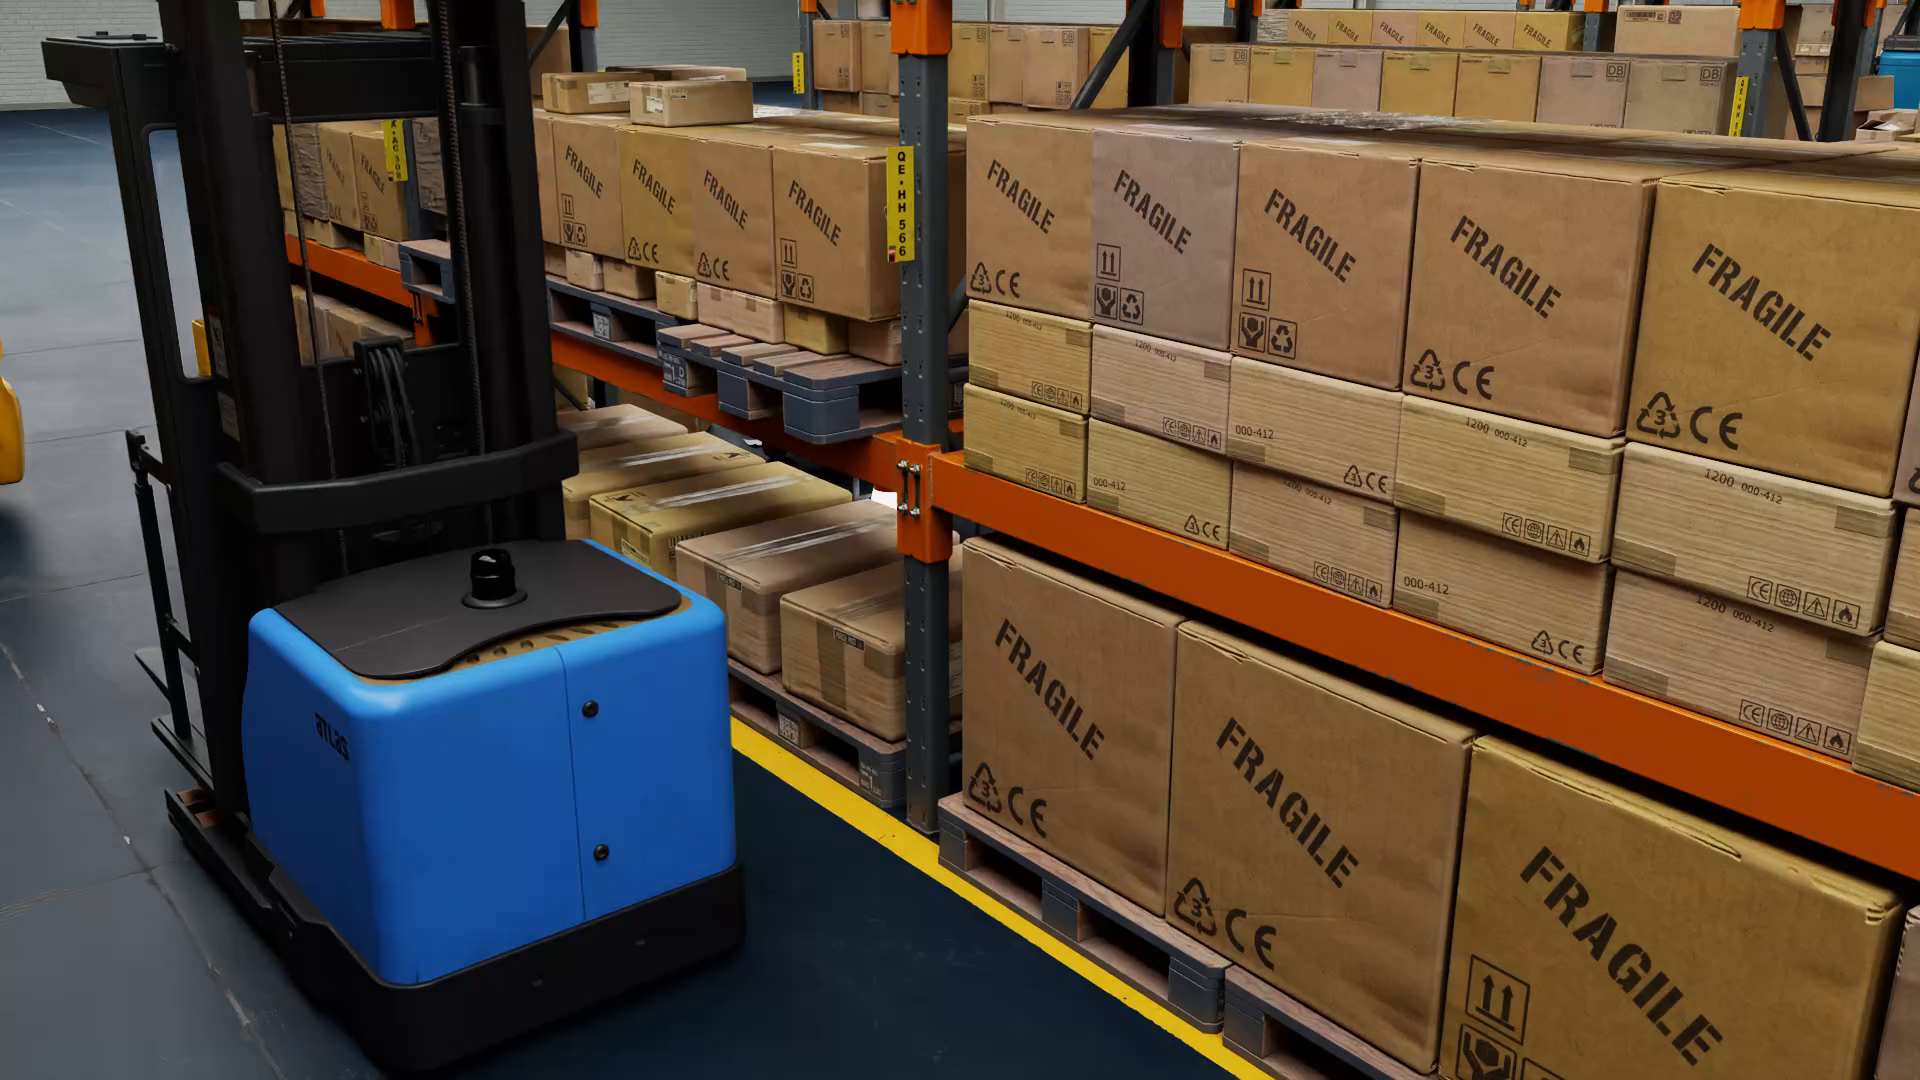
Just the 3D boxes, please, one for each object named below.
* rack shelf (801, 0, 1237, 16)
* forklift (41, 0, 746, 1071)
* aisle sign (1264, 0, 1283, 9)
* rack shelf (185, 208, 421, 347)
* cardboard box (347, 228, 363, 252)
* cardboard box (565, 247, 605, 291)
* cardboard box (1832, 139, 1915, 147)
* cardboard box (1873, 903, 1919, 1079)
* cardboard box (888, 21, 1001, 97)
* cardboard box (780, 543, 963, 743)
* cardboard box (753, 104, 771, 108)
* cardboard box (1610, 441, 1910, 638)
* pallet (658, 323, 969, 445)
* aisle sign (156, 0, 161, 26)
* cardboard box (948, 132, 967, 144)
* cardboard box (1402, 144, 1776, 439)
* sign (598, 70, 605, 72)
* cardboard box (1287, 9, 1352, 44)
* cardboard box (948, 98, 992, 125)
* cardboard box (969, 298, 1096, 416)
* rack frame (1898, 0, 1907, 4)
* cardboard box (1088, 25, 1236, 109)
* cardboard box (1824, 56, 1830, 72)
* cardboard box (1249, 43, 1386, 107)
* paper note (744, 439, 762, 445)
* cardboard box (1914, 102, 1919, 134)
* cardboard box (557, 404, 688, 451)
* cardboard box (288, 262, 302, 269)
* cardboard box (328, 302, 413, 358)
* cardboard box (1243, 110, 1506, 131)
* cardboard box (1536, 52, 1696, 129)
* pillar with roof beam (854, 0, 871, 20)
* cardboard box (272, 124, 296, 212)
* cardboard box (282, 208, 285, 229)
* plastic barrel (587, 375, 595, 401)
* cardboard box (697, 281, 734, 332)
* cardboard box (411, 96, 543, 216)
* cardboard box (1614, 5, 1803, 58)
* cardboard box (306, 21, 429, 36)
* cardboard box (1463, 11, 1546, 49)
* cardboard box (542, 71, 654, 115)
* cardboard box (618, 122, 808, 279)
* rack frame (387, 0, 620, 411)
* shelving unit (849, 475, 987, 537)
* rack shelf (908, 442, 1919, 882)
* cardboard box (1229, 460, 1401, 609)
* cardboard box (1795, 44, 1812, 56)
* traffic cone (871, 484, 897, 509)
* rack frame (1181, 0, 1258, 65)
[{"bbox_3d":[0.344,-4.115,12.391,1.077,0.370,4.000,-14,23,-36],"label":"rack shelf"},{"bbox_3d":[-1.936,-0.458,5.084,1.130,2.935,3.031,-15,23,-37],"label":"forklift"},{"bbox_3d":[3.249,-5.777,16.901,0.394,0.787,0.004,-14,23,-36],"label":"aisle sign"},{"bbox_3d":[-3.474,-1.700,9.870,1.077,0.370,4.000,-14,23,-36],"label":"rack shelf"},{"bbox_3d":[-3.075,-1.653,8.983,0.380,0.149,0.250,-14,23,-37],"label":"cardboard box"},{"bbox_3d":[-1.349,-1.105,6.658,0.380,0.149,0.250,-13,22,-34],"label":"cardboard box"},{"bbox_3d":[4.207,-1.764,7.703,0.380,0.149,0.250,-14,23,-36],"label":"cardboard box"},{"bbox_3d":[2.287,1.094,2.997,0.875,0.875,0.875,-13,22,-34],"label":"cardboard box"},{"bbox_3d":[-0.043,-3.728,12.894,0.875,0.550,0.550,-14,23,-36],"label":"cardboard box"},{"bbox_3d":[-0.092,0.344,6.065,0.950,0.372,0.625,-16,24,-40],"label":"cardboard box"},{"bbox_3d":[-1.141,-1.618,7.176,0.500,0.500,0.500,-13,22,-34],"label":"cardboard box"},{"bbox_3d":[1.628,-0.053,3.194,0.500,0.250,0.500,-13,23,-35],"label":"cardboard box"},{"bbox_3d":[-0.275,-0.627,5.790,1.213,0.211,1.003,-14,23,-36],"label":"pallet"},{"bbox_3d":[-4.997,-3.723,10.700,0.394,0.787,0.004,-14,23,-36],"label":"aisle sign"},{"bbox_3d":[0.153,-1.107,5.635,0.500,0.500,0.500,-15,23,-38],"label":"cardboard box"},{"bbox_3d":[1.301,-0.540,3.473,0.500,0.500,0.500,-14,23,-35],"label":"cardboard box"},{"bbox_3d":[-1.799,-2.208,8.416,0.100,0.325,0.005,-14,23,-36],"label":"sign"},{"bbox_3d":[3.485,-4.819,15.920,0.500,0.500,0.500,-14,23,-36],"label":"cardboard box"},{"bbox_3d":[0.337,-3.098,12.708,0.875,0.550,0.500,-14,23,-36],"label":"cardboard box"},{"bbox_3d":[0.372,-0.556,4.714,0.500,0.250,0.500,-14,23,-36],"label":"cardboard box"},{"bbox_3d":[14.701,-7.369,25.845,1.000,3.000,0.127,-14,23,-36],"label":"rack frame"},{"bbox_3d":[1.383,-3.221,11.363,0.875,0.550,0.550,-14,23,-36],"label":"cardboard box"},{"bbox_3d":[11.734,-6.079,21.791,0.700,0.500,0.500,-14,23,-36],"label":"cardboard box"},{"bbox_3d":[2.219,-2.815,10.341,0.700,0.500,0.500,-14,23,-37],"label":"cardboard box"},{"bbox_3d":[-1.224,-0.603,10.135,0.148,0.019,0.142,-14,23,-36],"label":"paper note"},{"bbox_3d":[7.228,-2.988,11.786,0.700,0.500,0.500,-10,21,-28],"label":"cardboard box"},{"bbox_3d":[-1.905,-0.372,8.227,0.950,0.372,0.625,-14,23,-35],"label":"cardboard box"},{"bbox_3d":[-4.416,-1.526,10.713,0.500,0.500,0.500,-15,23,-38],"label":"cardboard box"},{"bbox_3d":[-3.127,-1.017,9.176,0.500,0.500,0.500,-13,23,-35],"label":"cardboard box"},{"bbox_3d":[1.102,-0.884,4.511,0.500,0.500,0.500,-13,23,-35],"label":"cardboard box"},{"bbox_3d":[3.483,-2.313,8.827,0.700,0.500,0.500,-14,23,-37],"label":"cardboard box"},{"bbox_3d":[-6.187,-16.765,44.678,9.100,9.000,0.400,-14,23,-36],"label":"pillar with roof beam"},{"bbox_3d":[-3.676,-2.176,9.531,0.500,0.500,0.500,-15,23,-37],"label":"cardboard box"},{"bbox_3d":[-3.738,-1.898,9.721,0.380,0.149,0.250,-15,23,-38],"label":"cardboard box"},{"bbox_3d":[-2.247,-1.098,11.005,0.512,0.421,0.421,1,18,2],"label":"plastic barrel"},{"bbox_3d":[-0.701,-0.847,5.881,0.380,0.149,0.250,-15,24,-39],"label":"cardboard box"},{"bbox_3d":[-2.166,-1.766,7.622,0.500,0.500,0.500,-13,23,-35],"label":"cardboard box"},{"bbox_3d":[5.920,-3.744,13.276,1.000,1.000,1.000,-14,23,-36],"label":"cardboard box"},{"bbox_3d":[-3.321,-2.733,9.621,0.700,0.500,0.500,-14,23,-36],"label":"cardboard box"},{"bbox_3d":[4.730,-4.327,14.434,0.500,0.500,0.500,-14,23,-36],"label":"cardboard box"},{"bbox_3d":[-1.462,-1.812,6.732,0.380,0.149,0.250,-12,22,-33],"label":"cardboard box"},{"bbox_3d":[-0.893,-1.258,6.091,0.500,0.500,0.500,-16,24,-40],"label":"cardboard box"},{"bbox_3d":[-2.232,-1.549,8.268,1.000,3.000,0.127,-14,23,-36],"label":"rack frame"},{"bbox_3d":[-0.042,-0.740,8.188,0.538,1.500,1.048,-14,24,-37],"label":"shelving unit"},{"bbox_3d":[1.493,0.271,3.917,1.077,0.370,4.000,-14,23,-36],"label":"rack shelf"},{"bbox_3d":[1.012,-0.069,4.037,0.500,0.250,0.500,-13,22,-34],"label":"cardboard box"},{"bbox_3d":[11.215,-6.492,22.004,0.380,0.149,0.250,-14,23,-36],"label":"cardboard box"},{"bbox_3d":[-0.365,-0.312,8.570,0.336,0.463,0.334,-14,23,-36],"label":"traffic cone"},{"bbox_3d":[1.585,-2.540,11.261,1.000,3.000,0.127,-14,23,-36],"label":"rack frame"}]
